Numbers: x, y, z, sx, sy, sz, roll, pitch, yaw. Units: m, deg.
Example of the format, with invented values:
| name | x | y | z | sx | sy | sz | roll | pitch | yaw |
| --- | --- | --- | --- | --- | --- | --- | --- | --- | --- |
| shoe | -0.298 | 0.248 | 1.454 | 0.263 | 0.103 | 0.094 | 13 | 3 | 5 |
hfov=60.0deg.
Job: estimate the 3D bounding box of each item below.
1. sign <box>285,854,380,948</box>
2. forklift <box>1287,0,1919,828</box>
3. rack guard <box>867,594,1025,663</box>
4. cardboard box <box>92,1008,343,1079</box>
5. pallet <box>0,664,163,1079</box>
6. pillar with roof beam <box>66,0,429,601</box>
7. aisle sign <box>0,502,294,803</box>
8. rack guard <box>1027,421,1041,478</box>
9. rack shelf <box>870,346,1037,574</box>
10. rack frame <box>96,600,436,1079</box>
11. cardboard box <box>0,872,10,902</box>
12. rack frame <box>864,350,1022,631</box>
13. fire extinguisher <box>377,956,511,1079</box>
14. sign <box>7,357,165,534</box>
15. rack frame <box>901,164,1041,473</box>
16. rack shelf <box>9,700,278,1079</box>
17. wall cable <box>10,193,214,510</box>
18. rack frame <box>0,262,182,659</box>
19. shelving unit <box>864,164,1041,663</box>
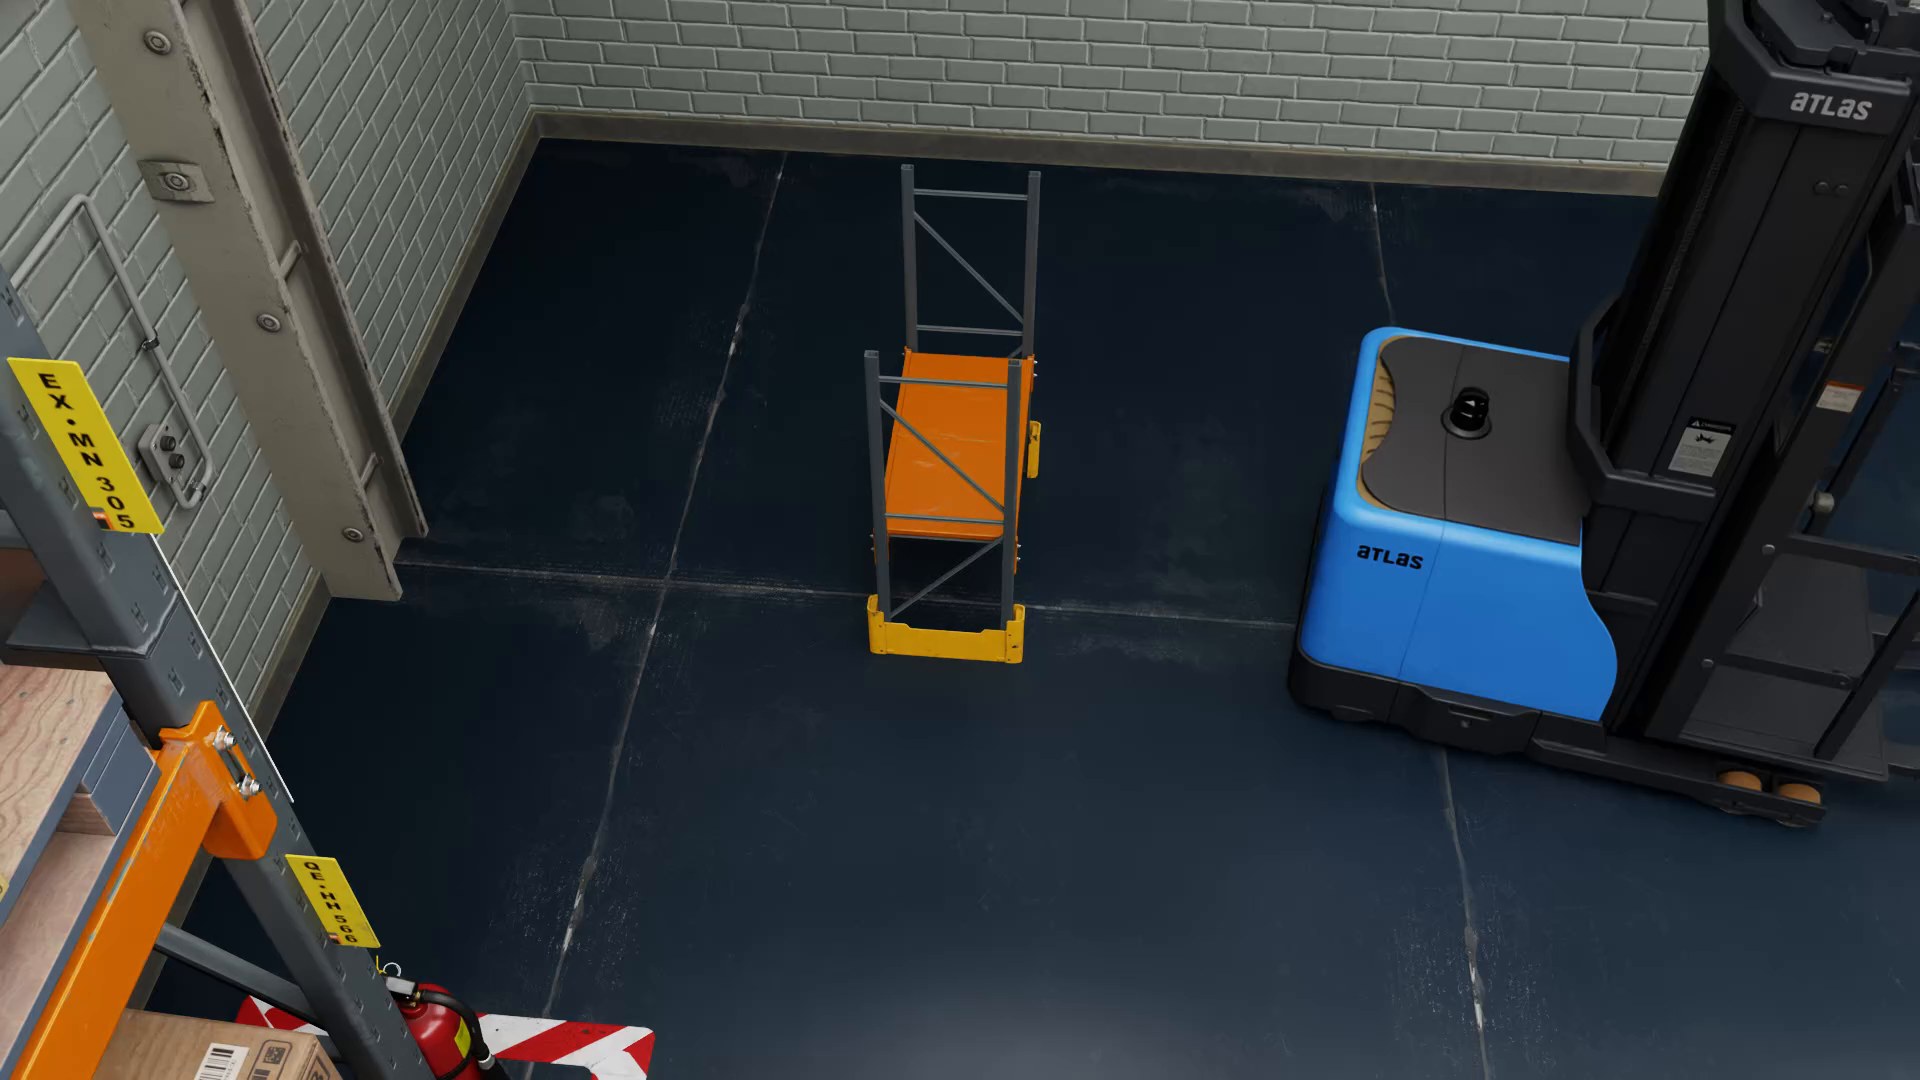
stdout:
| name | x | y | z | sx | sy | sz | roll | pitch | yaw |
| --- | --- | --- | --- | --- | --- | --- | --- | --- | --- |
| sign | -1.194 | 0.691 | 3.166 | 0.100 | 0.325 | 0.005 | 4 | 48 | 4 |
| forklift | 2.792 | -0.419 | 5.173 | 3.031 | 2.935 | 1.130 | 12 | 49 | 11 |
| rack guard | -0.052 | 0.338 | 6.298 | 0.587 | 0.250 | 0.087 | 4 | 48 | 4 |
| cardboard box | -1.770 | 1.389 | 3.269 | 0.980 | 0.700 | 0.700 | 6 | 48 | 5 |
| pallet | -1.790 | 0.678 | 2.150 | 1.003 | 0.211 | 1.213 | 4 | 48 | 4 |
| pillar with roof beam | 1.939 | -2.663 | 3.113 | 9.100 | 9.000 | 0.400 | 4 | 48 | 4 |
| aisle sign | -1.428 | 0.205 | 2.794 | 0.394 | 0.787 | 0.004 | 4 | 48 | 4 |
| rack guard | 0.038 | -0.394 | 6.967 | 0.587 | 0.250 | 0.087 | 4 | 48 | 4 |
| rack shelf | -0.008 | -0.322 | 6.298 | 0.538 | 0.185 | 1.000 | 4 | 48 | 4 |
| rack frame | -1.733 | 1.115 | 3.724 | 1.000 | 3.000 | 0.127 | 4 | 48 | 4 |
| cardboard box | -1.536 | 0.534 | 1.972 | 0.500 | 0.250 | 0.500 | 5 | 48 | 5 |
| rack frame | -0.054 | -0.070 | 5.824 | 0.500 | 1.500 | 0.032 | 4 | 48 | 4 |
| fire extinguisher | -1.260 | 1.187 | 3.963 | 0.296 | 0.674 | 0.183 | 4 | 48 | 4 |
| sign | -1.194 | -0.123 | 2.276 | 0.100 | 0.325 | 0.005 | 4 | 48 | 4 |
| rack frame | 0.039 | -0.817 | 6.507 | 0.500 | 1.500 | 0.032 | 4 | 48 | 4 |
| rack shelf | -1.916 | 1.815 | 1.538 | 1.077 | 0.370 | 4.000 | 4 | 48 | 4 |
| wall cable | -2.559 | -0.233 | 4.267 | 0.084 | 1.984 | 1.851 | 4 | 48 | 4 |
| rack frame | -1.733 | -0.910 | 1.510 | 1.000 | 3.000 | 0.127 | 4 | 48 | 4 |
| shelving unit | -0.007 | -0.450 | 6.171 | 0.587 | 1.500 | 1.083 | 4 | 48 | 4 |
